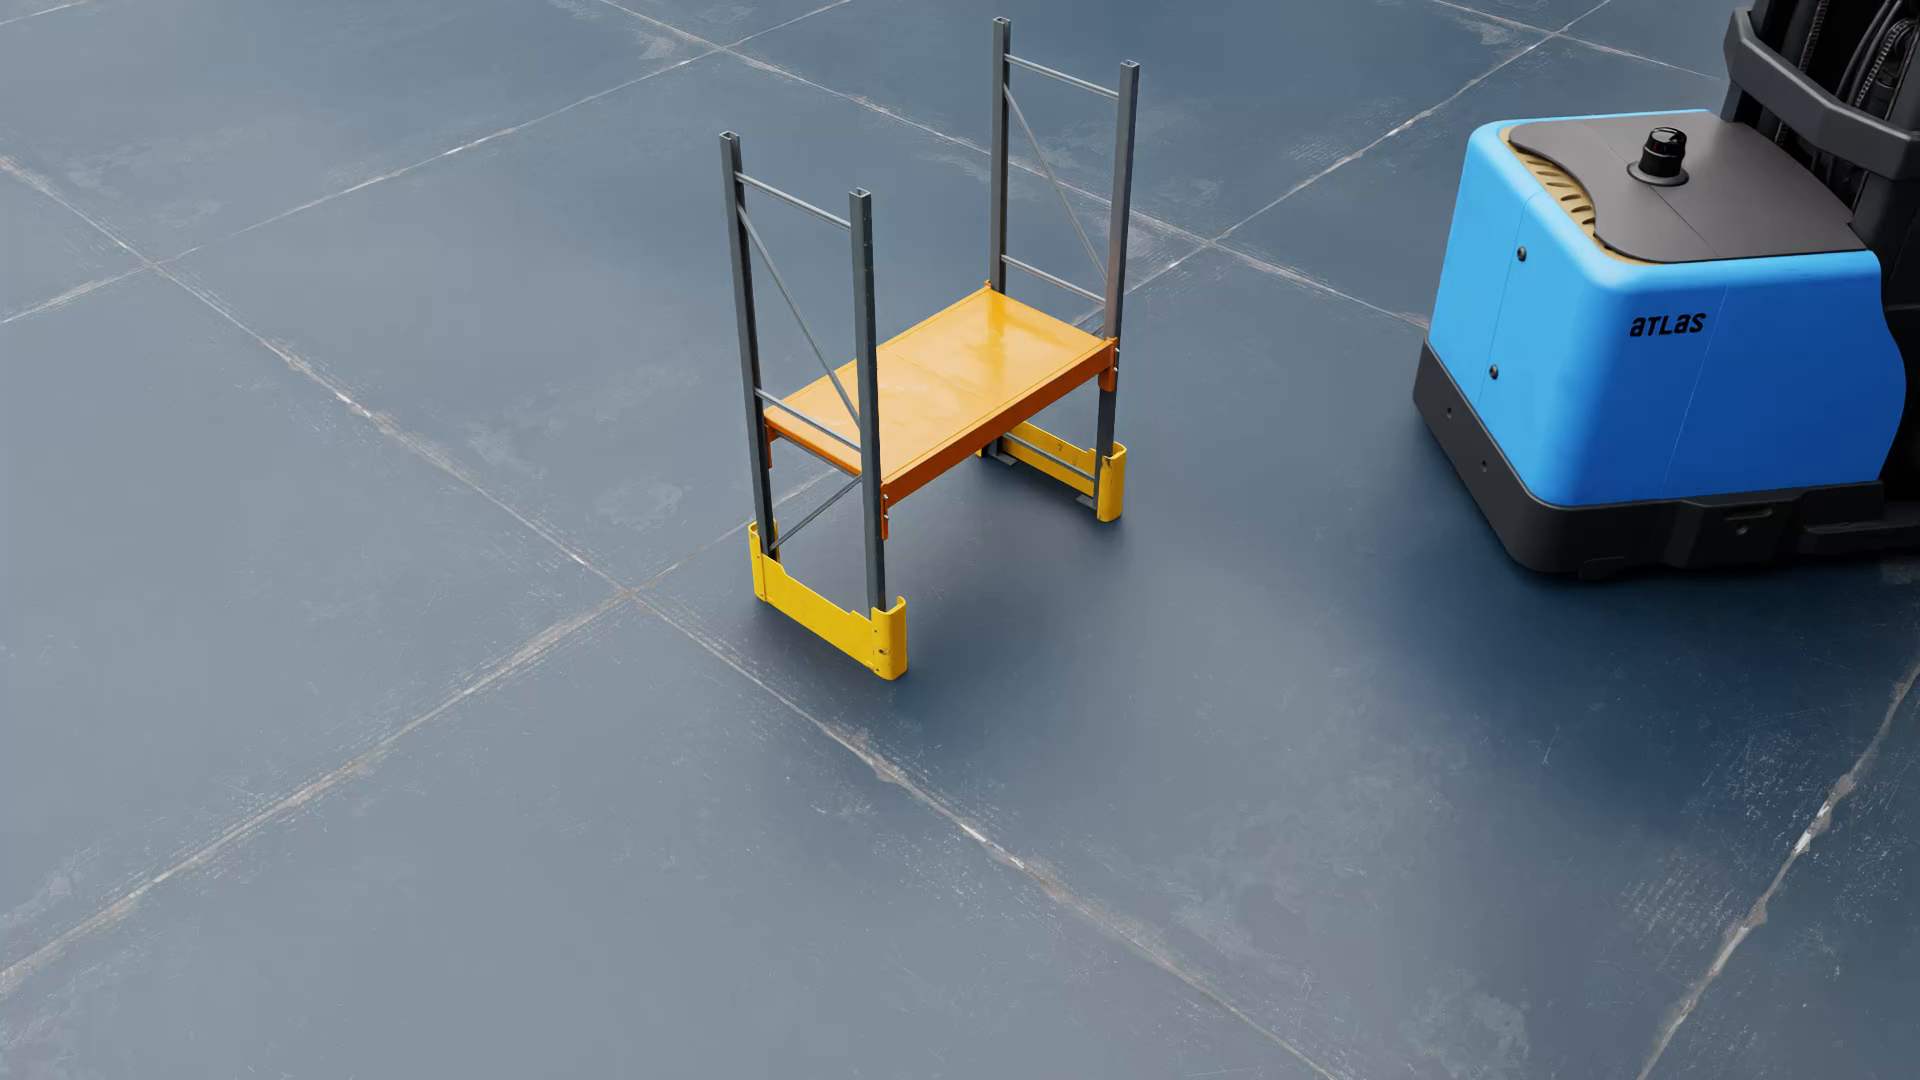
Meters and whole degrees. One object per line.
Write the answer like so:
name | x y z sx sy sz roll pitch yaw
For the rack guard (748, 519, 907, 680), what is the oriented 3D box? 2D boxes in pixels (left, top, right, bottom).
rack guard | -0.387 0.166 4.840 0.587 0.250 0.087 30 47 32

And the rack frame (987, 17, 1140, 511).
rack frame | 0.285 -0.781 5.028 0.500 1.500 0.032 30 47 32

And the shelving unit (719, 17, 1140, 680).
shelving unit | -0.051 -0.552 4.739 0.587 1.500 1.083 30 47 32

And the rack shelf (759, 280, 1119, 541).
rack shelf | -0.058 -0.407 4.846 0.538 0.185 1.000 30 47 32

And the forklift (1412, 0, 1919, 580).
forklift | 3.122 -1.434 4.698 3.031 2.935 1.130 -5 39 -6

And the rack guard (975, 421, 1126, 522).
rack guard | 0.285 -0.292 5.416 0.587 0.250 0.087 30 47 32

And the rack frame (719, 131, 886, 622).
rack frame | -0.401 -0.314 4.440 0.500 1.500 0.032 30 47 32
